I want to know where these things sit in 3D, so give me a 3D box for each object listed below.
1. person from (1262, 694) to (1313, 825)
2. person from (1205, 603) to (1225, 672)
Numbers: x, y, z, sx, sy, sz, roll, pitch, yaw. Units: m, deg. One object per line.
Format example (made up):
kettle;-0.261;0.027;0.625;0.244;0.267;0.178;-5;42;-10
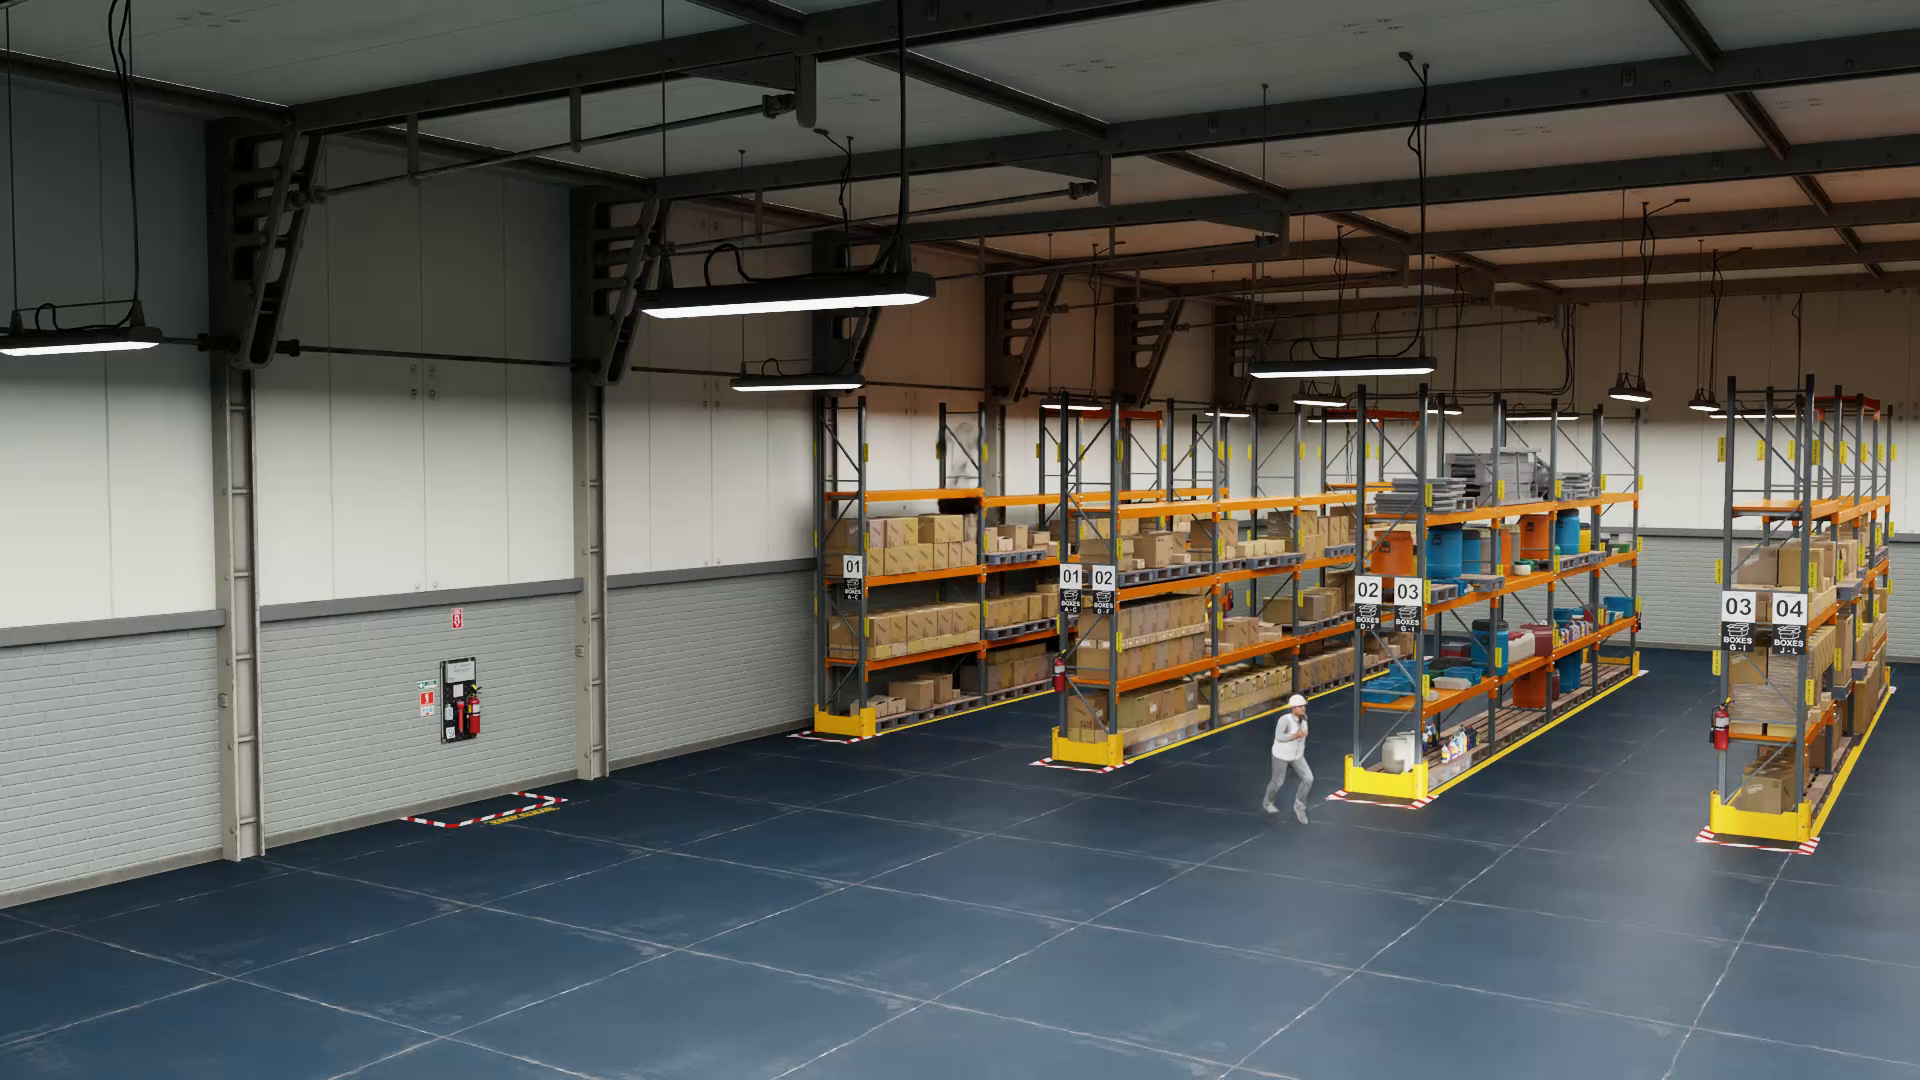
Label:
person;4.437;2.949;22.545;0.647;1.768;0.931;-2;3;-27
person;5.458;2.234;36.040;0.725;1.769;0.824;1;3;21
